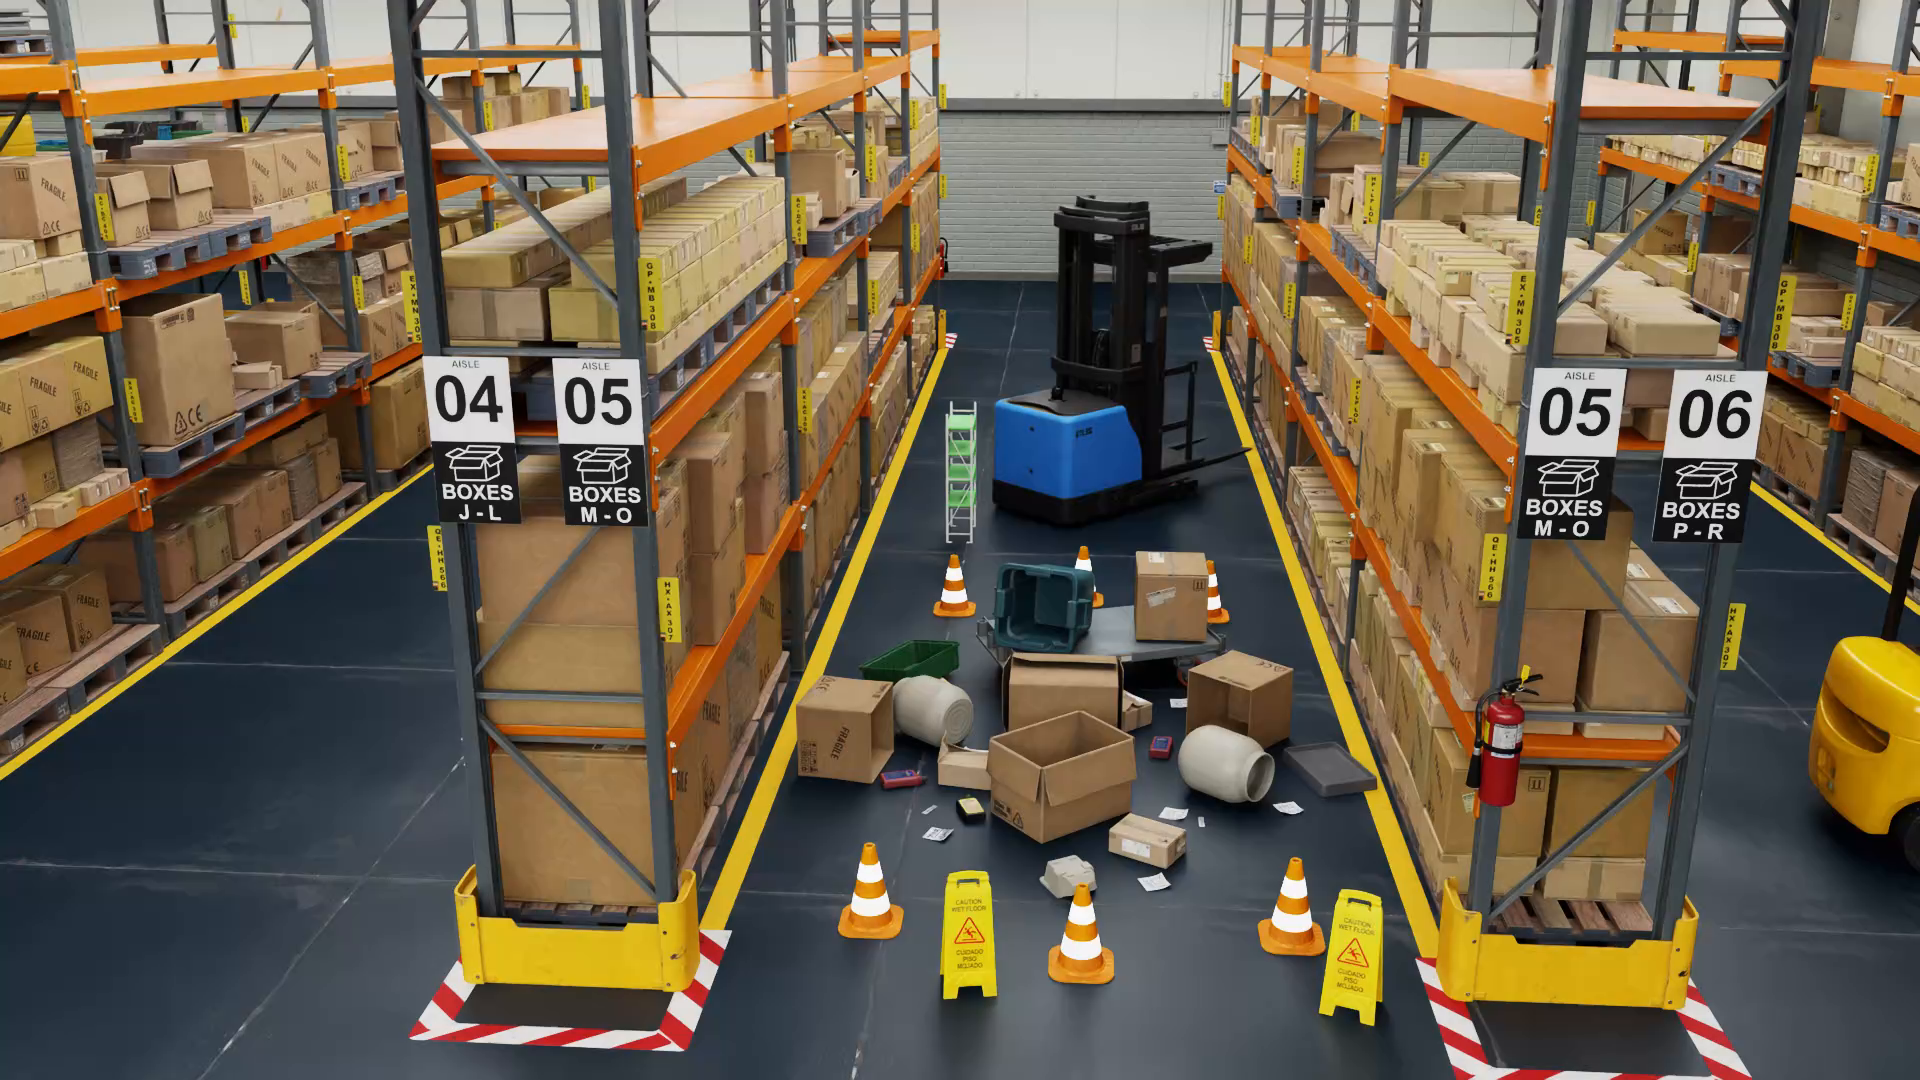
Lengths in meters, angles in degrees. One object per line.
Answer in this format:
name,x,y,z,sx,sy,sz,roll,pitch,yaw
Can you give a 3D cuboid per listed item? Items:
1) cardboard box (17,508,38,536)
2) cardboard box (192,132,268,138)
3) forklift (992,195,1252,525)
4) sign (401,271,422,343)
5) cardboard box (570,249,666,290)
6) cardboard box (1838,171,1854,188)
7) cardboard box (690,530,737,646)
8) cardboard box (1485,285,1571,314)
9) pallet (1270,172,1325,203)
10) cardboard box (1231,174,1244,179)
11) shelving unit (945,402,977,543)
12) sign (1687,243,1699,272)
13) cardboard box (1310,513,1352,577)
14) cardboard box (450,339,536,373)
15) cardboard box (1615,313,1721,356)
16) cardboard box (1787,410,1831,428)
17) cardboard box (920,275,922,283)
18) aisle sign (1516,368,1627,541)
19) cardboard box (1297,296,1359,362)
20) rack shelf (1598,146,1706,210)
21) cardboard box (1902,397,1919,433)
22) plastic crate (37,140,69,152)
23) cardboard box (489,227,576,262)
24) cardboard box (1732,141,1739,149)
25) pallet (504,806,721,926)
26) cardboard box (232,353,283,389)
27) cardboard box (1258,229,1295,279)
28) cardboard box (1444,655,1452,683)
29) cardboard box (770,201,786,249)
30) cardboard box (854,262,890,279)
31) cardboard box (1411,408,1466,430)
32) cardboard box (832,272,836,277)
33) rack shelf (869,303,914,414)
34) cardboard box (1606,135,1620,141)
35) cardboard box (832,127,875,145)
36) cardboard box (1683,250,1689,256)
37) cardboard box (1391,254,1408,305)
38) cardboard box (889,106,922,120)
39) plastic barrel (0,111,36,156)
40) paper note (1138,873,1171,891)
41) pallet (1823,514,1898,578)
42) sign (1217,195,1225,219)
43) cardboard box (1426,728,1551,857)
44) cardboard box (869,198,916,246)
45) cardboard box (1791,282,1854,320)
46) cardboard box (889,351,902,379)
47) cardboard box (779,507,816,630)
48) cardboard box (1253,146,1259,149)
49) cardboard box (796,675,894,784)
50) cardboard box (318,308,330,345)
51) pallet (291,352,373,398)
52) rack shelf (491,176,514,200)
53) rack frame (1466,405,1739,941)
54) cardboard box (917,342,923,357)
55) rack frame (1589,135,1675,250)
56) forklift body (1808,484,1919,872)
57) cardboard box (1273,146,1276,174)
cardboard box,-6.470,-0.116,11.189,0.380,0.149,0.250,1,18,4
cardboard box,-6.590,-3.430,15.119,0.500,0.500,0.500,1,18,4
forklift,1.738,-1.900,16.342,3.031,2.935,1.130,-16,24,-40
sign,-2.473,-1.058,7.548,0.100,0.325,0.005,1,18,4
cardboard box,-1.592,-1.261,7.752,0.380,0.149,0.250,1,18,5
cardboard box,8.404,-3.349,15.436,0.380,0.149,0.250,2,18,5
cardboard box,-1.769,0.237,9.467,0.875,0.550,0.550,1,18,4
cardboard box,2.868,-1.187,8.360,0.380,0.149,0.250,1,18,4
pallet,3.655,-3.522,16.668,1.003,0.211,1.213,2,18,6
cardboard box,3.857,-4.850,22.425,0.380,0.149,0.250,2,18,5
shelving unit,0.012,-0.622,15.220,0.258,1.200,0.503,1,18,4
sign,8.281,-3.192,18.784,0.100,0.325,0.005,1,18,4
cardboard box,3.430,0.051,13.823,0.950,0.372,0.625,2,18,6
cardboard box,-2.247,-0.897,7.920,0.380,0.149,0.250,1,18,4
cardboard box,3.240,-0.944,7.620,0.380,0.149,0.250,1,18,4
cardboard box,8.370,-1.174,16.313,0.380,0.149,0.250,1,18,2
cardboard box,-0.680,-3.331,21.002,0.380,0.149,0.250,2,18,6
aisle sign,2.718,-0.376,7.405,0.394,0.787,0.004,1,18,4
cardboard box,3.322,-1.892,14.894,0.500,0.500,0.500,1,18,2
rack shelf,8.966,-4.476,20.429,1.077,0.370,4.000,1,18,4
cardboard box,8.190,-1.009,13.752,0.500,0.250,0.500,1,18,2
plastic crate,-11.206,-4.848,20.680,0.416,0.233,0.300,1,18,4
cardboard box,-2.193,-1.514,8.525,0.380,0.149,0.250,2,18,5
cardboard box,8.355,-4.220,17.585,0.380,0.149,0.250,1,18,3
pallet,-1.954,1.843,9.288,1.003,0.211,1.213,1,18,4
cardboard box,-6.150,-1.471,14.464,0.396,0.266,0.258,1,18,2
cardboard box,3.545,-3.114,18.171,0.500,0.500,0.500,1,18,4
cardboard box,2.772,0.685,8.747,0.380,0.149,0.250,1,18,3
cardboard box,-1.425,-2.059,10.827,0.500,0.250,0.500,1,18,3
cardboard box,-0.964,-2.948,18.204,0.380,0.149,0.250,1,18,4
cardboard box,2.982,-0.451,9.564,0.700,0.500,0.500,1,18,4
cardboard box,-1.594,-2.908,18.560,0.380,0.149,0.250,2,18,5
rack shelf,-1.216,-1.997,17.681,1.077,0.370,4.000,1,18,4
cardboard box,8.805,-5.377,21.788,0.500,0.250,0.500,1,18,3
cardboard box,-1.040,-3.914,16.169,0.396,0.266,0.258,1,18,4
cardboard box,9.225,-3.458,20.750,0.500,0.250,0.500,1,18,4
cardboard box,2.966,-1.600,10.263,0.500,0.250,0.500,1,18,3
cardboard box,-0.668,-5.233,20.383,0.380,0.149,0.250,2,18,7
plastic barrel,-10.816,-4.639,18.795,0.600,0.588,0.600,0,18,0
paper note,1.094,1.919,9.343,0.148,0.019,0.142,-5,19,-15
pallet,8.438,0.051,14.754,1.003,0.211,1.213,1,18,4
sign,3.605,-4.586,22.911,0.100,0.325,0.005,1,18,4
cardboard box,2.809,1.343,8.872,0.500,0.500,0.500,1,18,4
cardboard box,-0.797,-3.758,19.658,0.500,0.500,0.500,2,18,5
cardboard box,8.469,-2.288,16.576,0.797,0.503,0.637,1,18,3
cardboard box,-0.924,-1.931,18.462,0.500,0.250,0.500,2,18,7
cardboard box,-1.692,0.200,12.761,1.050,0.750,0.750,1,18,4
cardboard box,3.598,-4.695,19.323,0.396,0.266,0.258,2,18,6
cardboard box,-0.734,1.217,10.730,0.500,0.500,0.500,4,19,13
cardboard box,-6.511,-2.066,16.576,0.500,0.500,0.500,2,18,6
pallet,-6.244,-1.544,15.454,1.213,0.211,1.003,1,18,4
rack shelf,-5.869,-4.806,21.439,1.077,0.370,4.000,1,18,4
rack frame,3.011,0.847,7.849,1.000,3.000,0.127,1,18,4
cardboard box,-0.671,-2.454,21.348,0.380,0.149,0.250,1,18,3
rack frame,9.110,-4.013,22.680,1.000,3.000,0.127,1,18,4
forklift body,6.279,0.730,9.568,2.313,2.155,1.214,1,18,4
cardboard box,3.392,-3.882,17.004,0.396,0.266,0.258,3,18,8
